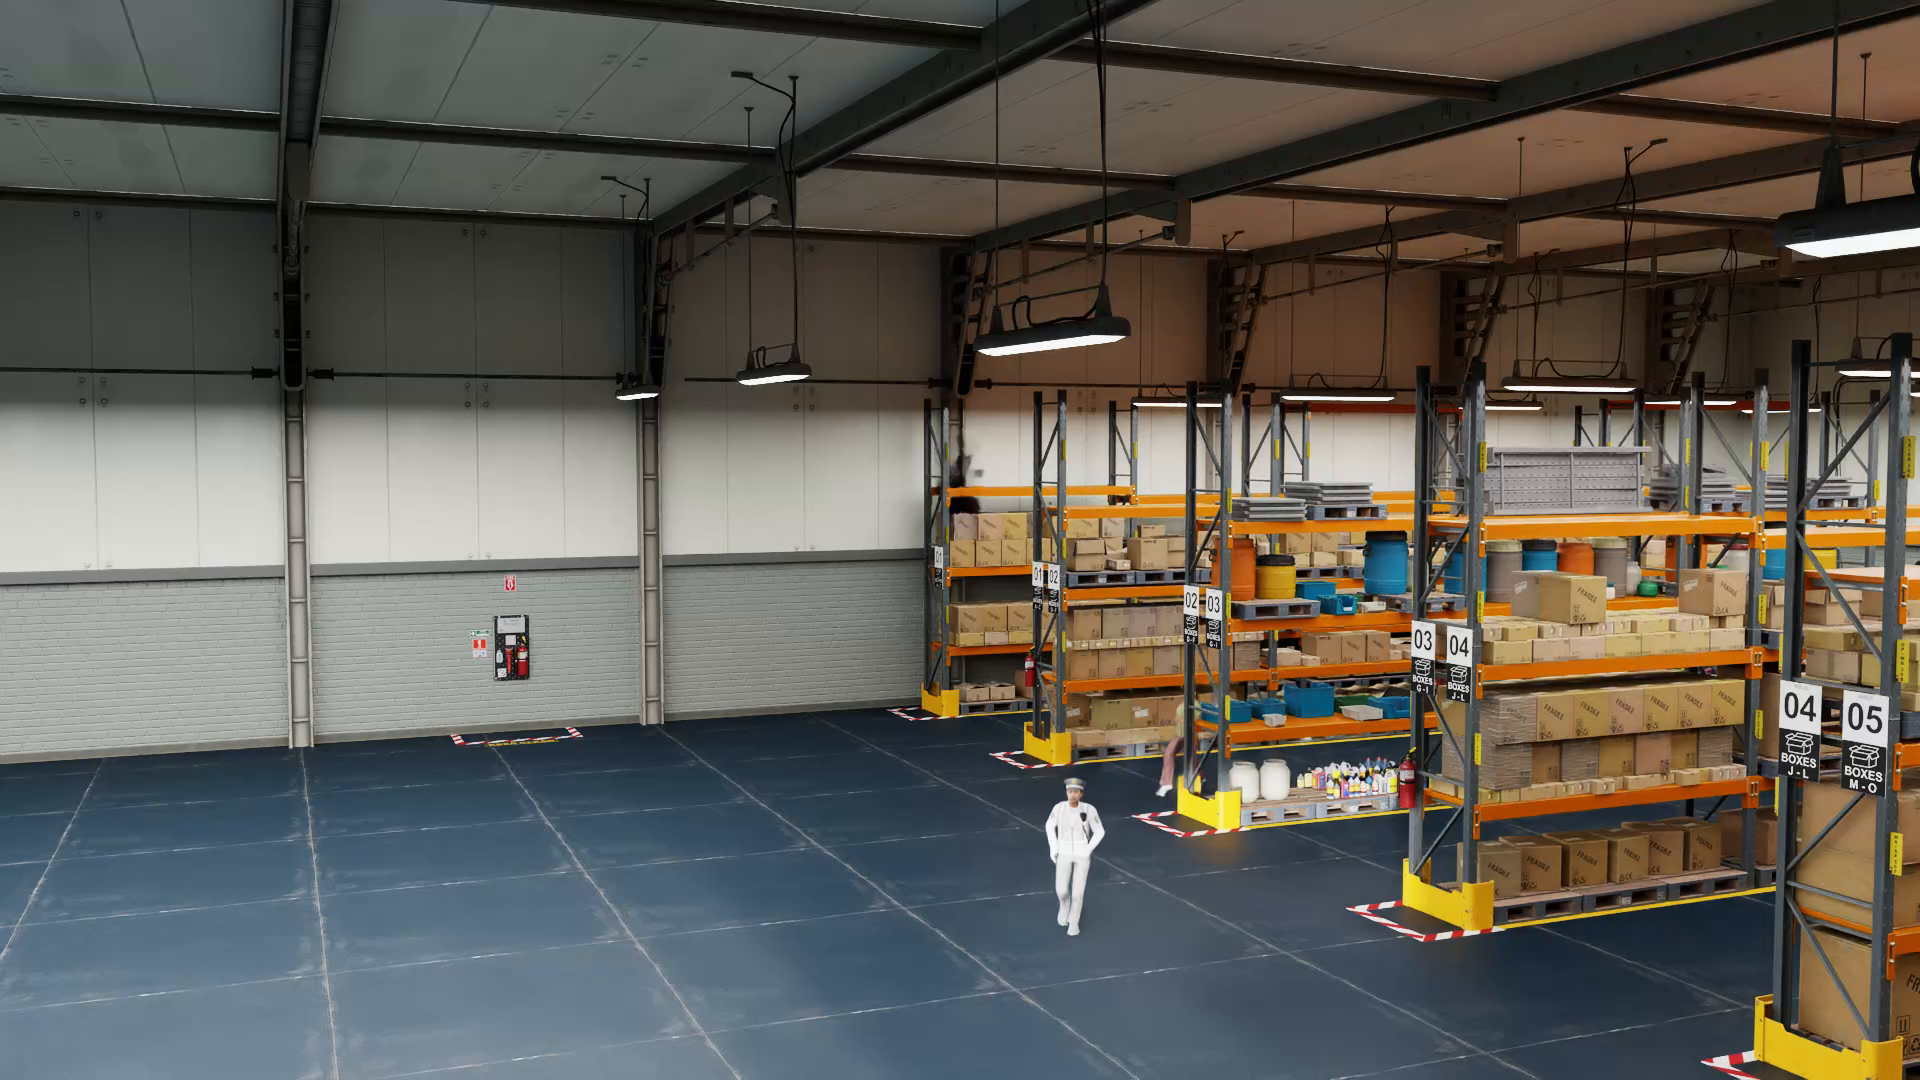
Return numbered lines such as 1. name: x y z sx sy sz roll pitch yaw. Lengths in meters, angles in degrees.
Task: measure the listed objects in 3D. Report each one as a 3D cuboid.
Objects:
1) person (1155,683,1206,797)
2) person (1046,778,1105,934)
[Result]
1. person: 3.349 2.904 24.320 0.887 1.690 0.584 -3 4 -38
2. person: 1.200 3.311 17.442 0.630 1.658 0.538 0 3 8
